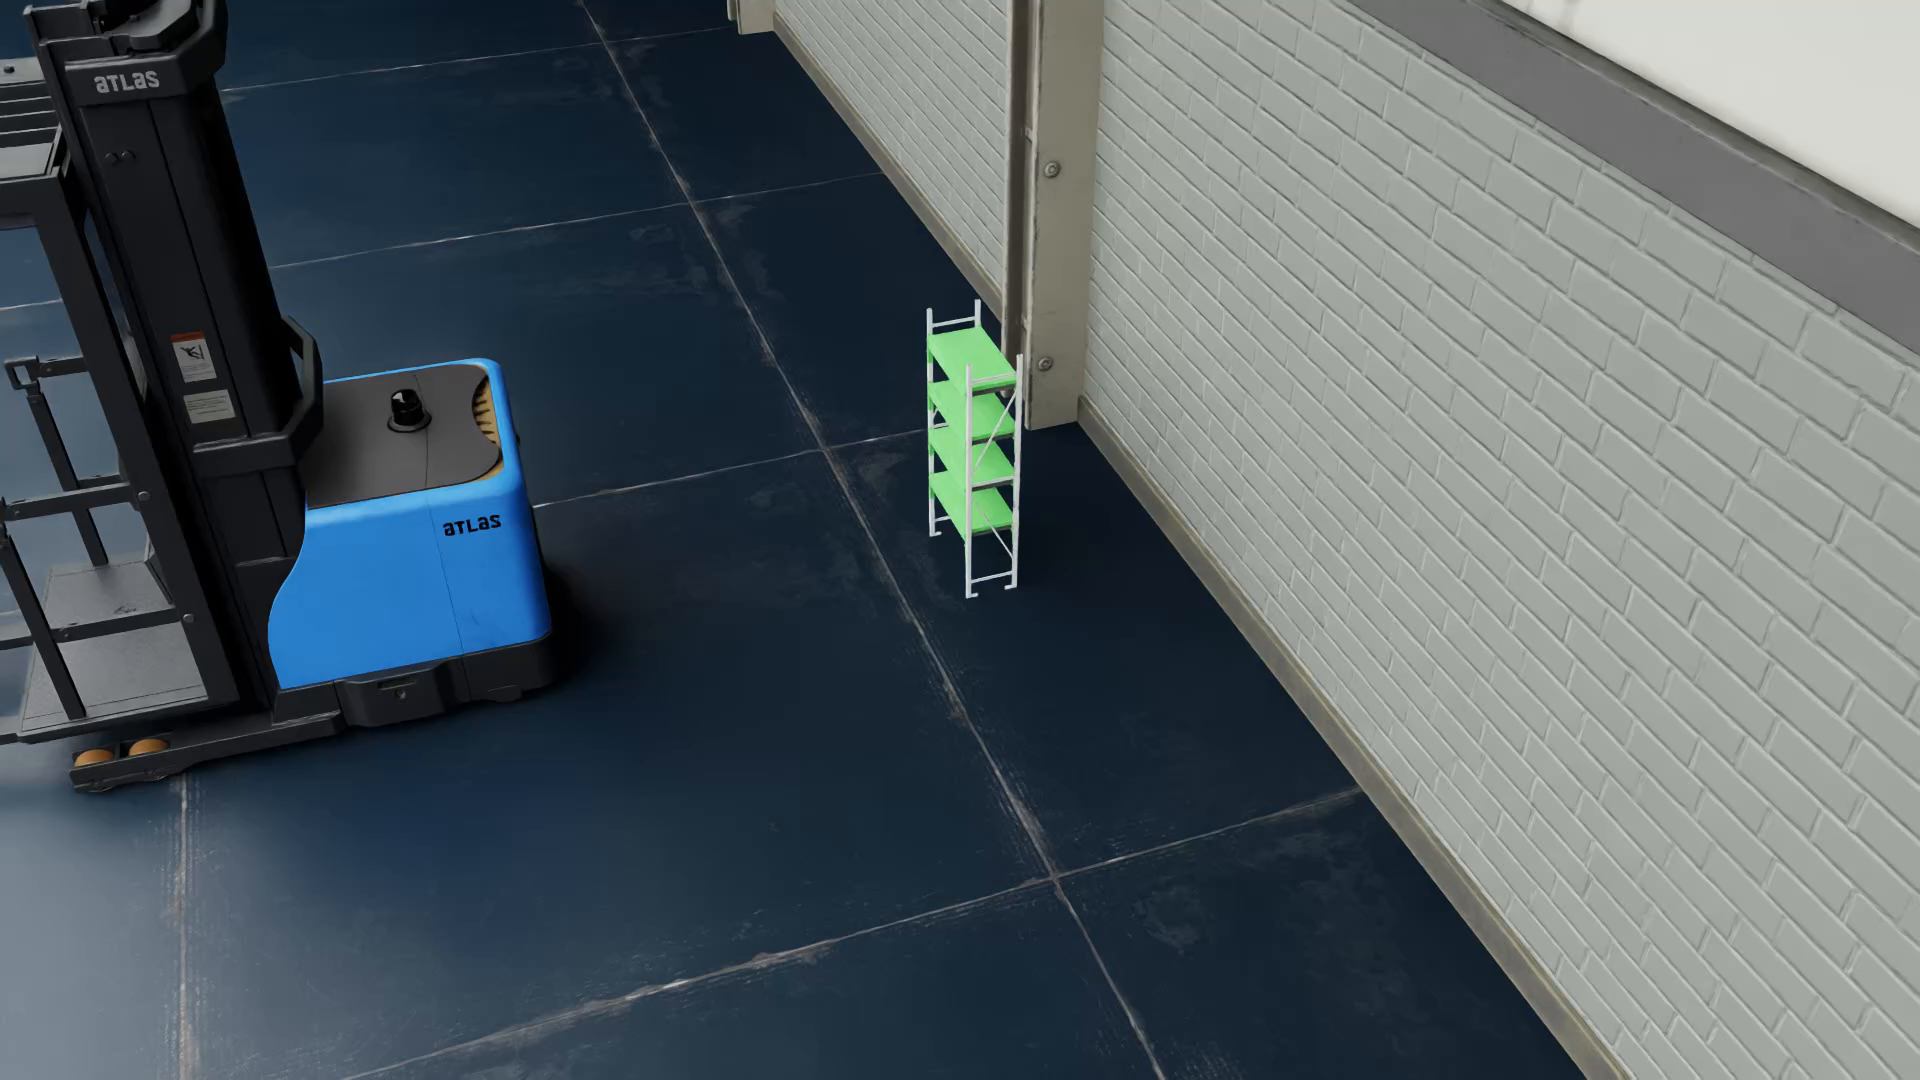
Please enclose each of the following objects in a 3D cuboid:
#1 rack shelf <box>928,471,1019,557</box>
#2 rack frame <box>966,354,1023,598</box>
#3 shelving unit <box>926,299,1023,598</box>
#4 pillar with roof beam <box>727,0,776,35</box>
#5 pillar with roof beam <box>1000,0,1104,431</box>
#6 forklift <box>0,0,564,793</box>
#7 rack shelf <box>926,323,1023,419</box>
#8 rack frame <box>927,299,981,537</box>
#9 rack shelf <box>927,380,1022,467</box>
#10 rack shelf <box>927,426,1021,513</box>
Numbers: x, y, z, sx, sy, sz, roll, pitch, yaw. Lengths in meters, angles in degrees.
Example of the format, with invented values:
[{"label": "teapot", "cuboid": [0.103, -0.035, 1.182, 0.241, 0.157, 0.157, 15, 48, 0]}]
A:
[{"label": "rack shelf", "cuboid": [0.057, -0.143, 7.448, 0.258, 0.148, 0.480, -12, 39, -16]}, {"label": "rack frame", "cuboid": [0.141, -0.248, 7.082, 0.240, 1.200, 0.015, -12, 39, -16]}, {"label": "shelving unit", "cuboid": [0.057, -0.386, 7.265, 0.258, 1.200, 0.503, -12, 39, -16]}, {"label": "pillar with roof beam", "cuboid": [-5.683, -6.793, 9.289, 9.100, 9.000, 0.400, -12, 39, -16]}, {"label": "pillar with roof beam", "cuboid": [-3.618, -3.404, 4.789, 9.100, 9.000, 0.400, -12, 39, -16]}, {"label": "forklift", "cuboid": [-3.224, -0.550, 6.045, 3.031, 2.935, 1.130, -11, 38, -14]}, {"label": "rack shelf", "cuboid": [0.057, -0.718, 7.015, 0.258, 0.148, 0.480, -12, 39, -16]}, {"label": "rack frame", "cuboid": [-0.027, -0.524, 7.448, 0.240, 1.200, 0.015, -12, 39, -16]}, {"label": "rack shelf", "cuboid": [0.057, -0.526, 7.159, 0.258, 0.148, 0.480, -12, 39, -16]}, {"label": "rack shelf", "cuboid": [0.057, -0.335, 7.303, 0.258, 0.148, 0.480, -12, 39, -16]}]
